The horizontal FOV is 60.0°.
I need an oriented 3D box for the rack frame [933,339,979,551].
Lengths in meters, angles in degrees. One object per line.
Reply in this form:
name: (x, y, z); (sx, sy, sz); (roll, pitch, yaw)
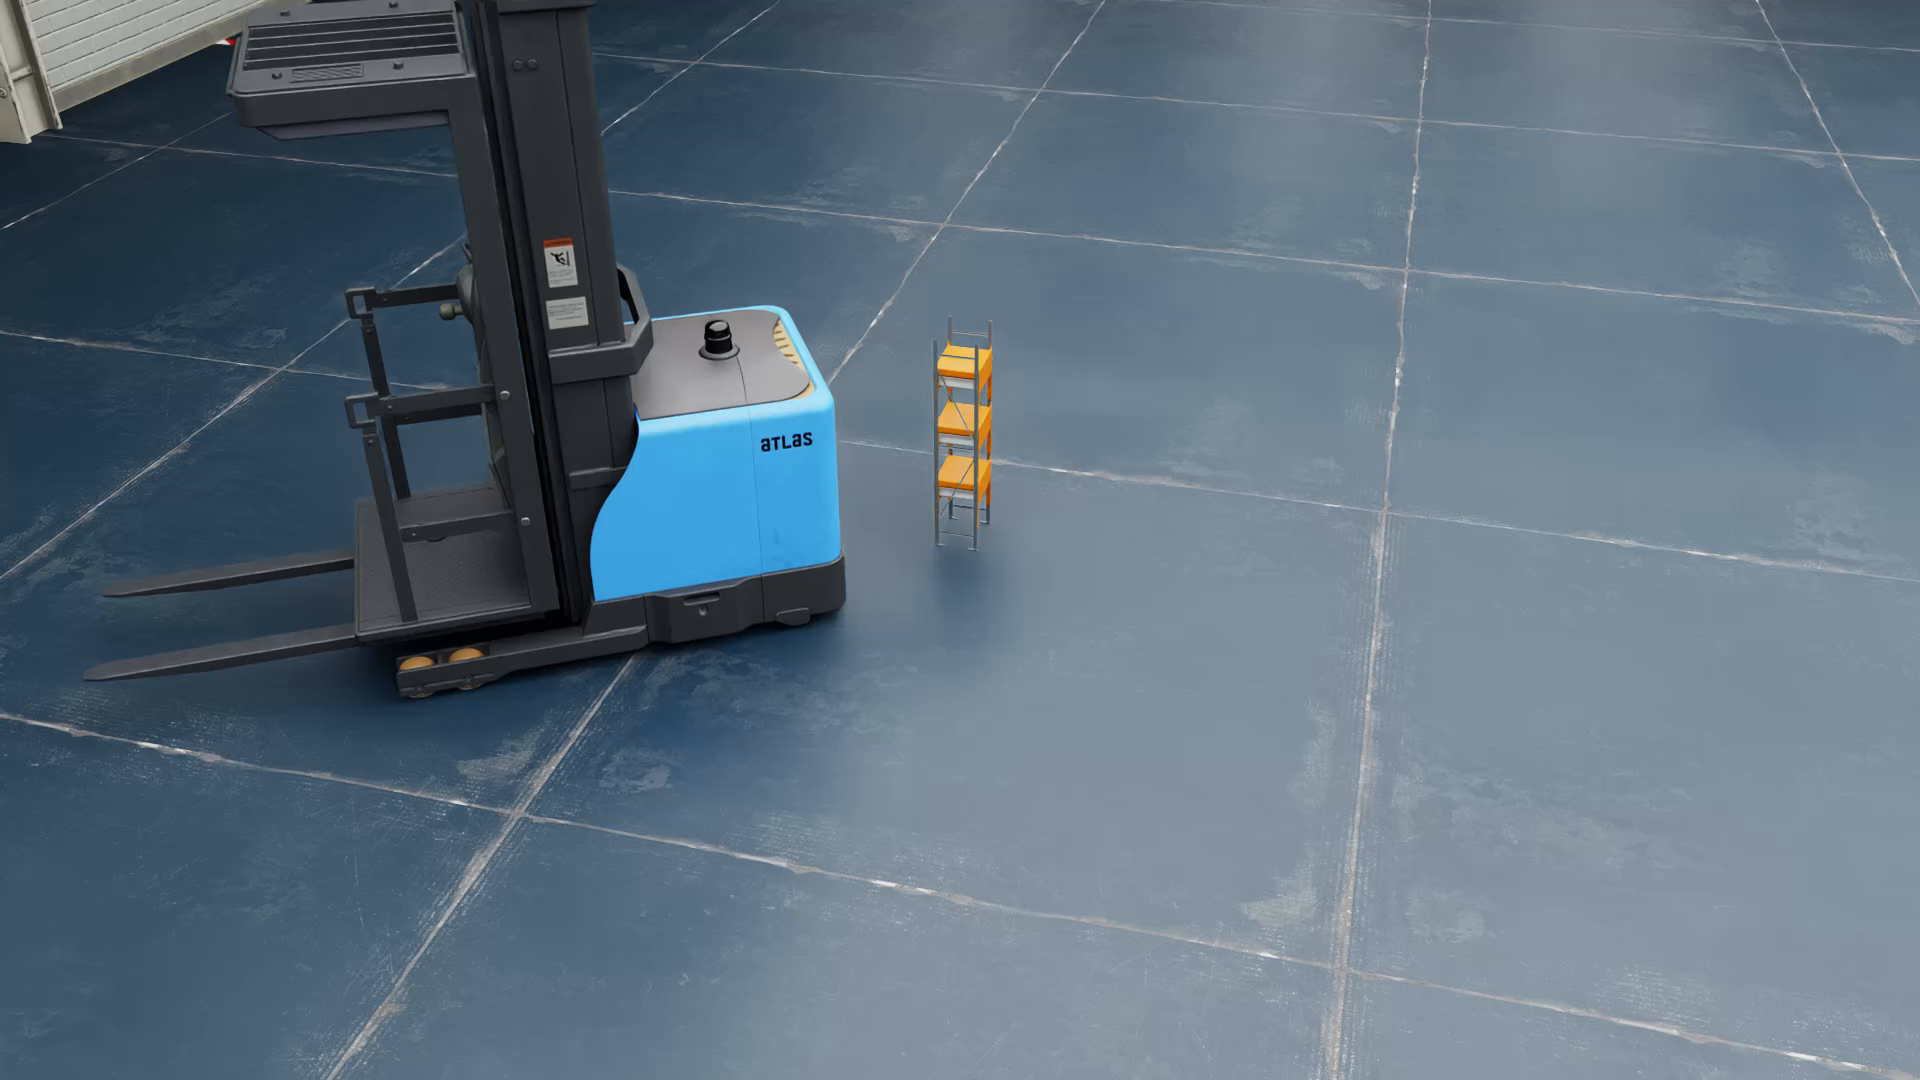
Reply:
rack frame: (-0.017, -0.408, 7.412); (0.200, 1.050, 0.008); (8, 33, 12)

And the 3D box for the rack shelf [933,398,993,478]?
rack shelf: (0.014, -0.462, 7.518); (0.215, 0.259, 0.240); (8, 33, 12)

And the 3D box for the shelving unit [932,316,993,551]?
shelving unit: (0.014, -0.471, 7.512); (0.215, 1.050, 0.252); (8, 33, 12)

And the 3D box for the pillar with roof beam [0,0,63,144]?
pillar with roof beam: (-2.891, -6.288, 9.254); (9.100, 9.000, 0.400); (8, 33, 12)

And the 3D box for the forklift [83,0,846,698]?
forklift: (-2.070, -0.914, 6.456); (3.031, 2.935, 1.130); (-9, 34, -14)

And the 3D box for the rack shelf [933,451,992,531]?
rack shelf: (0.014, -0.227, 7.667); (0.215, 0.259, 0.240); (8, 33, 12)

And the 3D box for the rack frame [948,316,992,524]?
rack frame: (0.045, -0.534, 7.612); (0.200, 1.050, 0.008); (8, 33, 12)

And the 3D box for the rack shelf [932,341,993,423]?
rack shelf: (0.014, -0.701, 7.365); (0.215, 0.259, 0.240); (8, 33, 12)
